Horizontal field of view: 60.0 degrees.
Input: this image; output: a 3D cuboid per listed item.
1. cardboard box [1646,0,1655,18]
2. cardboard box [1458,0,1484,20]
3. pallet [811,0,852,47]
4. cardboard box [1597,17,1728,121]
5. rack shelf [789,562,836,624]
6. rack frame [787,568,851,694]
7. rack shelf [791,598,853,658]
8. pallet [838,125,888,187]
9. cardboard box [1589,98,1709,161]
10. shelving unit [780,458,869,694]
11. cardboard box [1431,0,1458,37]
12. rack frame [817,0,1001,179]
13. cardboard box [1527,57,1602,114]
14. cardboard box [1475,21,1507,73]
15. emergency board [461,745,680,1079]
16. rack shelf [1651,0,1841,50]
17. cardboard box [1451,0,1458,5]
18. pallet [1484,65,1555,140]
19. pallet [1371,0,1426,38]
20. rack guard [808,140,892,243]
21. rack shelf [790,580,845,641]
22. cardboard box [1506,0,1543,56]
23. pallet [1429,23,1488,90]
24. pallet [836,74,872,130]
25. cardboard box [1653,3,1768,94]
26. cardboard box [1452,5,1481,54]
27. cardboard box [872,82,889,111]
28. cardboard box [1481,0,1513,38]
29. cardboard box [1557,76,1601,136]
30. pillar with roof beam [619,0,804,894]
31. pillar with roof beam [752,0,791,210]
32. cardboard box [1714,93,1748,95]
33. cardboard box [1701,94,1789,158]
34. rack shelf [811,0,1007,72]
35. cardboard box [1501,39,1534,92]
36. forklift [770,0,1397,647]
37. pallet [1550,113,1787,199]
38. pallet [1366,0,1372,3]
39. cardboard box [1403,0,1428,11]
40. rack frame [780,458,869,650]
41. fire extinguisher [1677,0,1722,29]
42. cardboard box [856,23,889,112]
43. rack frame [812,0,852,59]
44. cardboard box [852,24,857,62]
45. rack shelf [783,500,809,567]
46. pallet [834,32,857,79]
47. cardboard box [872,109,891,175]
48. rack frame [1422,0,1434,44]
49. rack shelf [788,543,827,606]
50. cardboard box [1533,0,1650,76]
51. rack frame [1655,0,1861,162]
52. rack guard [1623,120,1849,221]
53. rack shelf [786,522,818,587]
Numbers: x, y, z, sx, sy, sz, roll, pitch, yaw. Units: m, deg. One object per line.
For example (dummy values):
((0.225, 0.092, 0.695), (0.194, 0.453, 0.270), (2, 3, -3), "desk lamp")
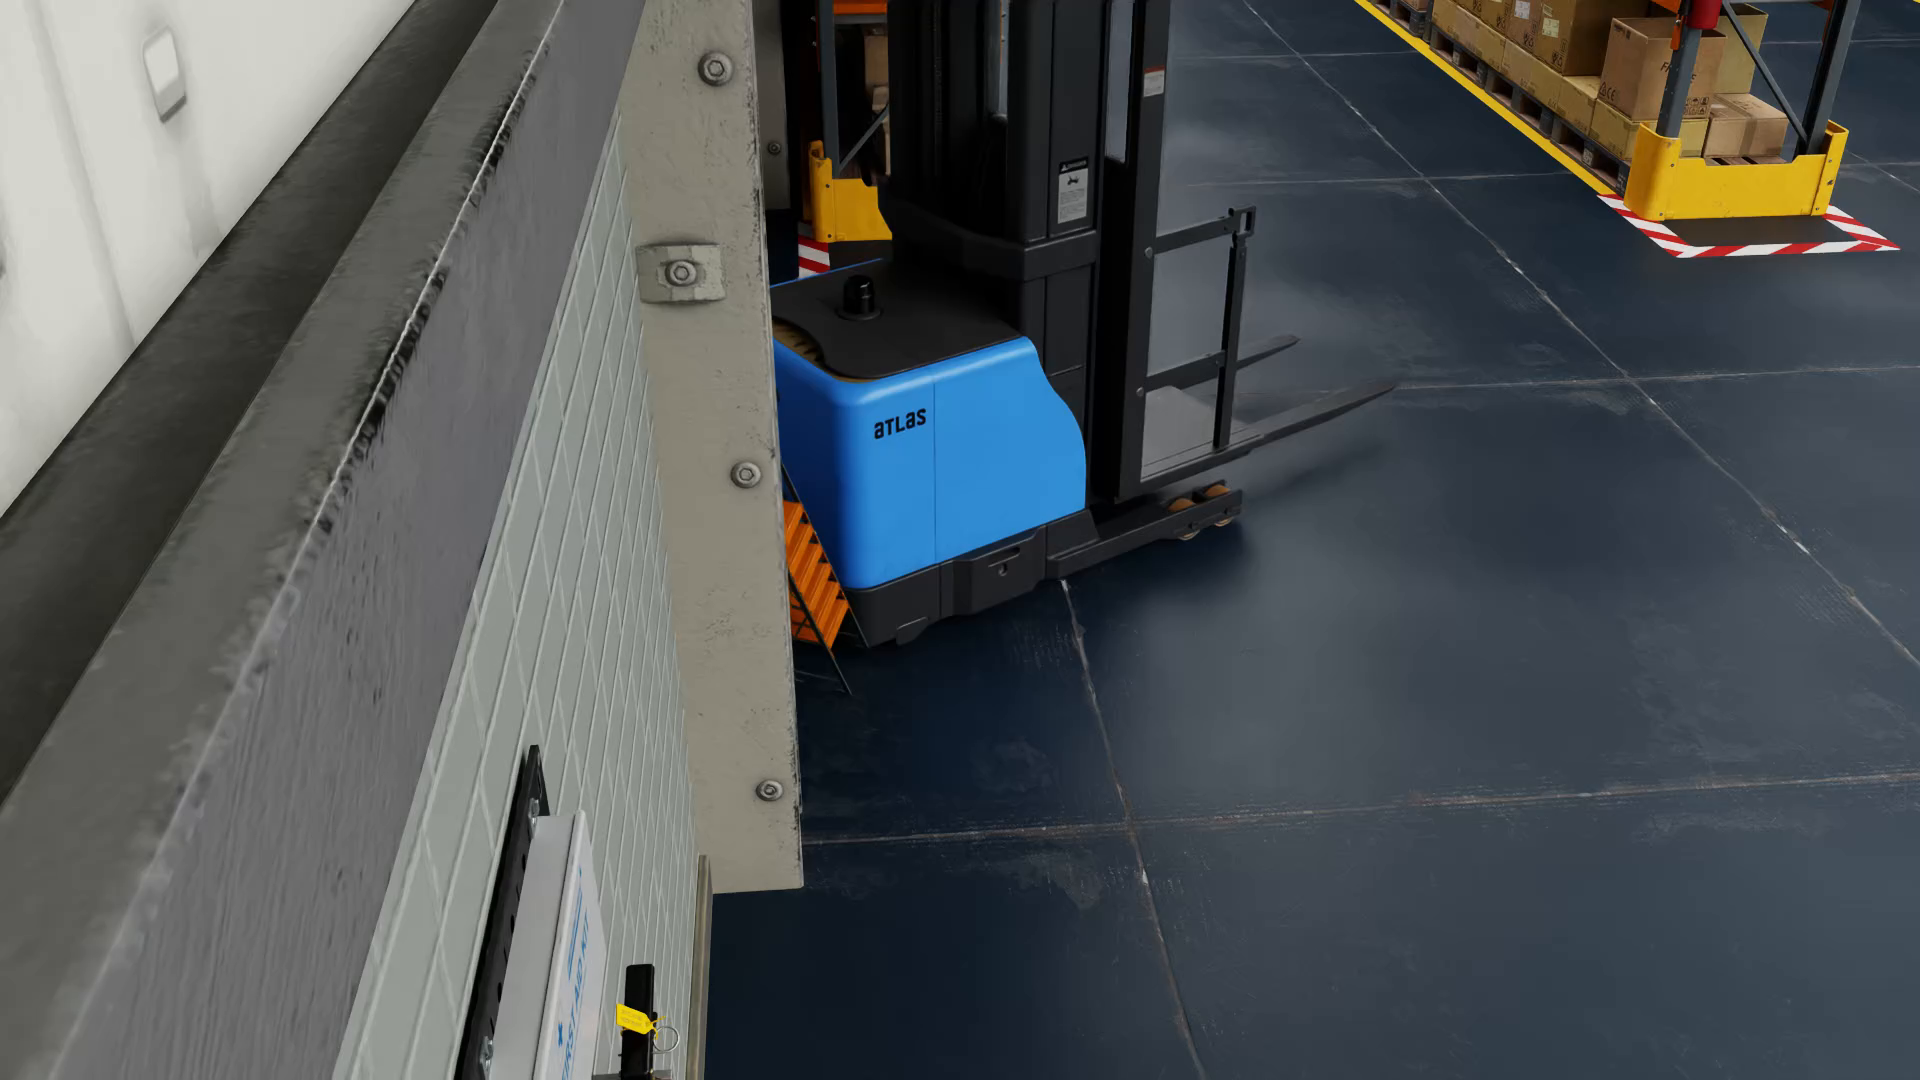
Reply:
((4.718, -3.439, 11.123), (0.500, 0.500, 0.500), (-3, 31, -5), "cardboard box")
((4.067, -4.181, 12.364), (0.500, 0.500, 0.500), (-3, 31, -5), "cardboard box")
((-0.725, -4.327, 13.788), (1.003, 0.211, 1.213), (-3, 31, -5), "pallet")
((4.308, -2.905, 10.228), (0.500, 0.500, 0.500), (-3, 31, -5), "cardboard box")
((-0.562, 0.150, 5.458), (0.258, 0.103, 0.180), (11, 61, 18), "rack shelf")
((-0.599, 0.202, 5.379), (0.240, 1.200, 0.006), (11, 61, 18), "rack frame")
((-0.520, 0.276, 5.658), (0.258, 0.103, 0.180), (11, 61, 18), "rack shelf")
((-0.325, -2.342, 10.465), (1.003, 0.211, 1.213), (-3, 31, -5), "pallet")
((4.310, -2.583, 10.421), (0.500, 0.250, 0.500), (-3, 31, -5), "cardboard box")
((-0.570, 0.126, 5.421), (0.258, 1.200, 0.189), (11, 61, 18), "shelving unit")
((4.022, -4.114, 12.984), (0.500, 0.250, 0.500), (-3, 31, -5), "cardboard box")
((-0.277, -3.084, 8.988), (1.000, 3.000, 0.127), (-3, 31, -5), "rack frame")
((4.203, -3.093, 11.274), (0.500, 0.250, 0.500), (-3, 31, -5), "cardboard box")
((4.106, -3.603, 12.129), (0.500, 0.250, 0.500), (-3, 31, -5), "cardboard box")
((-0.450, 0.927, 2.273), (0.194, 1.169, 0.643), (-3, 31, -5), "emergency board")
((4.468, -4.036, 11.283), (1.077, 0.370, 4.000), (-3, 31, -5), "rack shelf")
((4.012, -4.435, 12.791), (0.500, 0.500, 0.500), (-3, 31, -5), "cardboard box")
((4.431, -3.136, 11.794), (1.003, 0.211, 1.213), (-3, 31, -5), "pallet")
((4.173, -4.543, 14.149), (1.003, 0.211, 1.213), (-3, 31, -5), "pallet")
((-0.284, -2.050, 9.694), (1.175, 0.500, 0.348), (-3, 31, -5), "rack guard")
((-0.541, 0.213, 5.558), (0.258, 0.103, 0.180), (11, 61, 18), "rack shelf")
((4.155, -3.670, 11.509), (0.500, 0.500, 0.500), (-3, 31, -5), "cardboard box")
((4.313, -3.760, 12.840), (1.003, 0.211, 1.213), (-3, 31, -5), "pallet")
((-0.436, -2.964, 11.506), (1.003, 0.211, 1.213), (-3, 31, -5), "pallet")
((4.777, -3.185, 10.697), (0.500, 0.500, 0.500), (-3, 31, -5), "cardboard box")
((4.064, -3.859, 12.557), (0.500, 0.250, 0.500), (-3, 31, -5), "cardboard box")
((-0.305, -2.767, 10.651), (0.500, 0.311, 0.500), (0, 31, 0), "cardboard box")
((4.106, -3.925, 11.936), (0.500, 0.500, 0.500), (-3, 31, -5), "cardboard box")
((4.252, -2.837, 10.847), (0.500, 0.250, 0.500), (-3, 31, -5), "cardboard box")
((3.643, -3.118, 3.195), (9.100, 9.000, 0.400), (-3, 31, -5), "pillar with roof beam")
((3.082, -6.182, 8.324), (9.100, 9.000, 0.400), (-3, 31, -5), "pillar with roof beam")
((4.776, -2.863, 10.889), (0.500, 0.250, 0.500), (-3, 31, -5), "cardboard box")
((4.826, -2.608, 10.462), (0.500, 0.250, 0.500), (-3, 31, -5), "cardboard box")
((-0.464, -3.796, 10.882), (1.077, 0.370, 4.000), (-3, 31, -5), "rack shelf")
((4.158, -3.348, 11.702), (0.500, 0.250, 0.500), (-3, 31, -5), "cardboard box")
((0.547, -1.459, 6.334), (3.031, 2.935, 1.130), (-20, 36, -30), "forklift")
((4.541, -2.515, 10.754), (1.003, 0.211, 1.213), (-3, 31, -5), "pallet")
((4.056, -5.167, 15.194), (1.003, 0.211, 1.213), (-3, 31, -5), "pallet")
((3.953, -4.563, 13.736), (0.500, 0.250, 0.500), (-3, 31, -5), "cardboard box")
((-0.540, 0.050, 5.462), (0.240, 1.200, 0.006), (11, 61, 18), "rack frame")
((4.203, -3.207, 9.270), (0.296, 0.674, 0.183), (-3, 31, -5), "fire extinguisher")
((-0.324, -3.225, 11.233), (0.700, 0.500, 0.500), (-5, 31, -8), "cardboard box")
((-0.651, -5.126, 12.407), (1.000, 3.000, 0.127), (-3, 31, -5), "rack frame")
((-0.514, -3.714, 12.051), (0.500, 0.500, 0.500), (-5, 31, -8), "cardboard box")
((-0.625, -0.040, 5.158), (0.258, 0.103, 0.180), (11, 61, 18), "rack shelf")
((-0.553, -3.588, 12.551), (1.003, 0.211, 1.213), (-3, 31, -5), "pallet")
((-0.252, -2.476, 10.163), (0.500, 0.311, 0.500), (-6, 31, -10), "cardboard box")
((4.281, -5.365, 12.808), (1.000, 3.000, 0.127), (-3, 31, -5), "rack frame")
((-0.583, 0.086, 5.358), (0.258, 0.103, 0.180), (11, 61, 18), "rack shelf")
((4.200, -3.414, 11.082), (0.500, 0.500, 0.500), (-3, 31, -5), "cardboard box")
((4.655, -3.323, 9.389), (1.000, 3.000, 0.127), (-3, 31, -5), "rack frame")
((4.657, -2.238, 10.009), (1.175, 0.500, 0.348), (-3, 31, -5), "rack guard")
((-0.604, 0.023, 5.258), (0.258, 0.103, 0.180), (11, 61, 18), "rack shelf")
